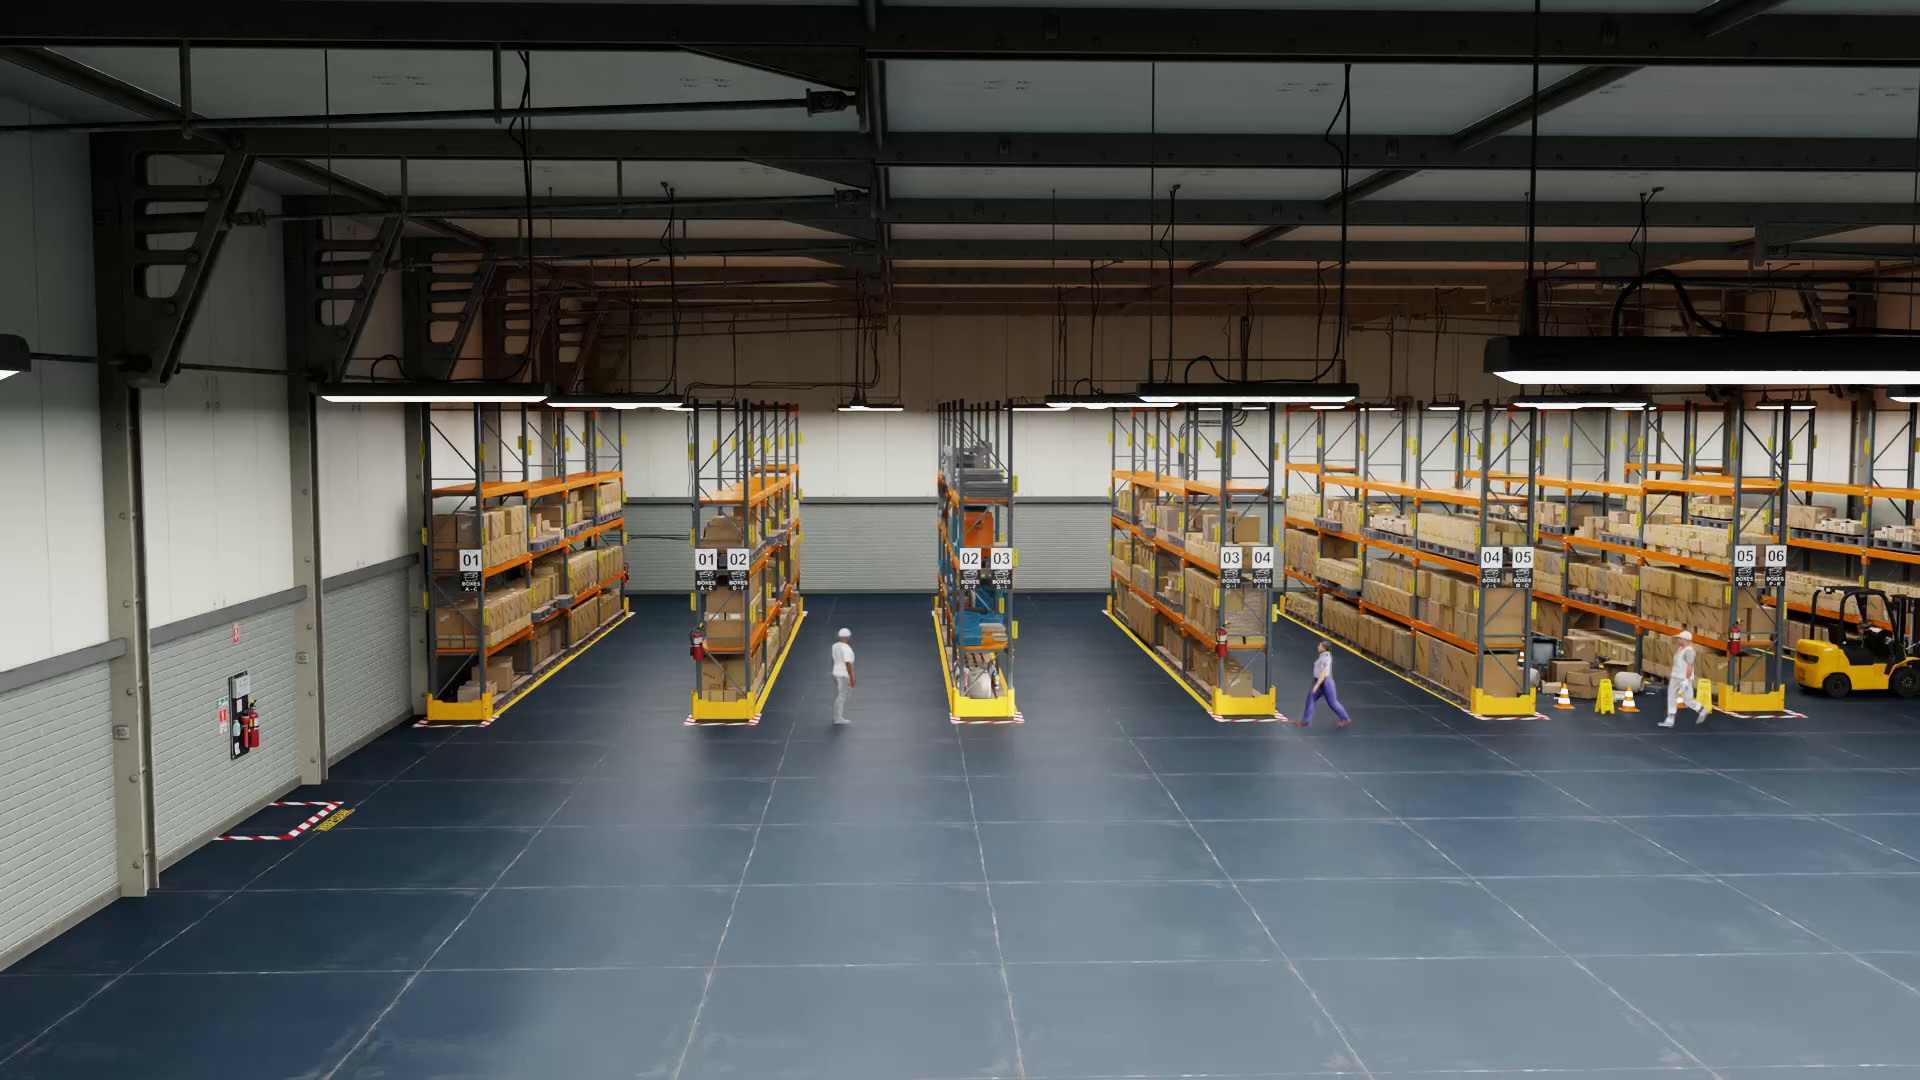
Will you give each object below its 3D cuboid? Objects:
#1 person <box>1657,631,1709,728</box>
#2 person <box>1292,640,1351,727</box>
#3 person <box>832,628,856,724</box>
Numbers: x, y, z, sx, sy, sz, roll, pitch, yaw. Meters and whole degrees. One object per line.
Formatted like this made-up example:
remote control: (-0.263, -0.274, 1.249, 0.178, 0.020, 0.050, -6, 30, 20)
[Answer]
person: (13.215, 2.542, 30.305, 0.906, 1.774, 0.507, -2, 5, -19)
person: (6.597, 2.627, 30.250, 1.002, 1.589, 0.486, -1, 5, -17)
person: (-2.156, 2.519, 30.744, 0.400, 1.764, 0.676, -2, 5, -20)
